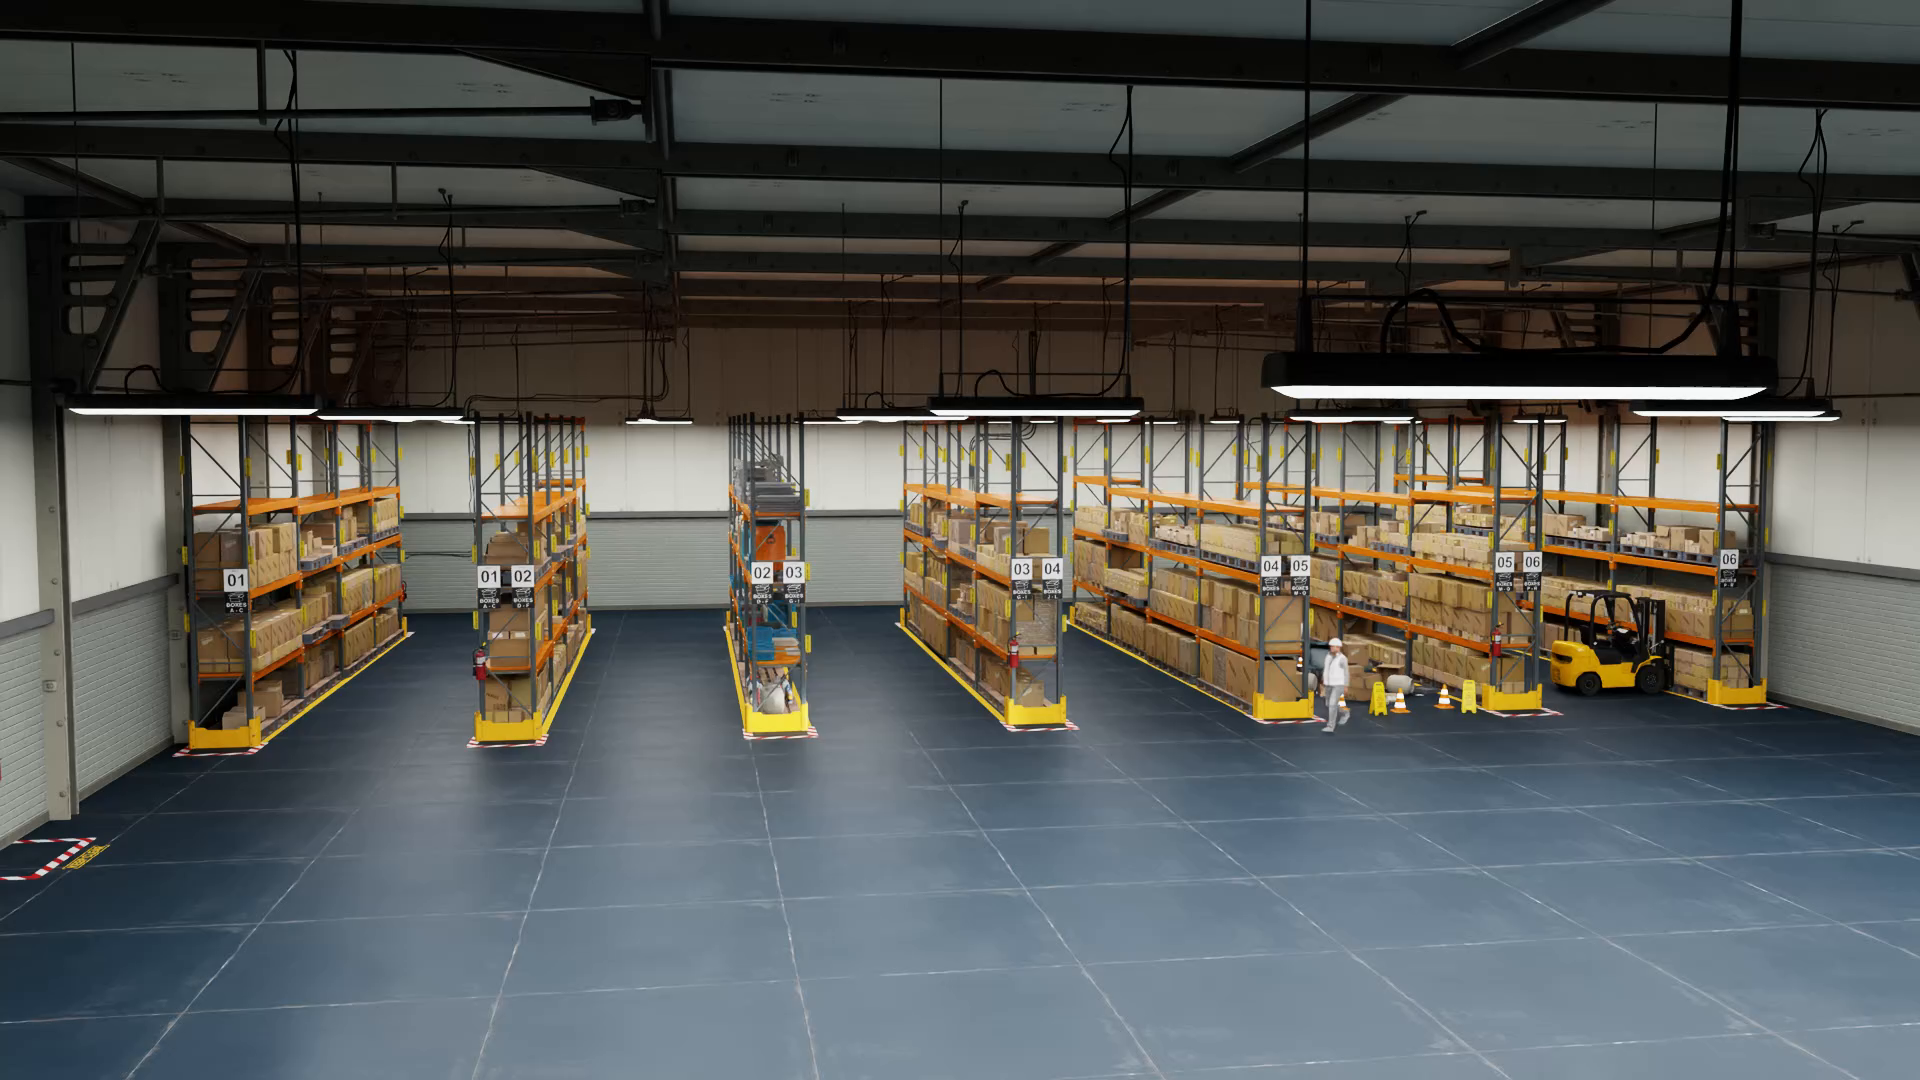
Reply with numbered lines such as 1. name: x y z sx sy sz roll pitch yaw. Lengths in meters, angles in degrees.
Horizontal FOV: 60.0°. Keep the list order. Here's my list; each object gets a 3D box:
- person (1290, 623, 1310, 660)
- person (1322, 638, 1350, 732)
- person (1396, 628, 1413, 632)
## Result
1. person: 8.116 2.230 39.604 0.503 1.703 0.626 -1 4 -19
2. person: 7.087 2.717 31.365 0.925 1.746 0.556 -3 5 -33
3. person: 12.402 1.729 46.260 0.478 1.668 0.498 -3 5 -41
